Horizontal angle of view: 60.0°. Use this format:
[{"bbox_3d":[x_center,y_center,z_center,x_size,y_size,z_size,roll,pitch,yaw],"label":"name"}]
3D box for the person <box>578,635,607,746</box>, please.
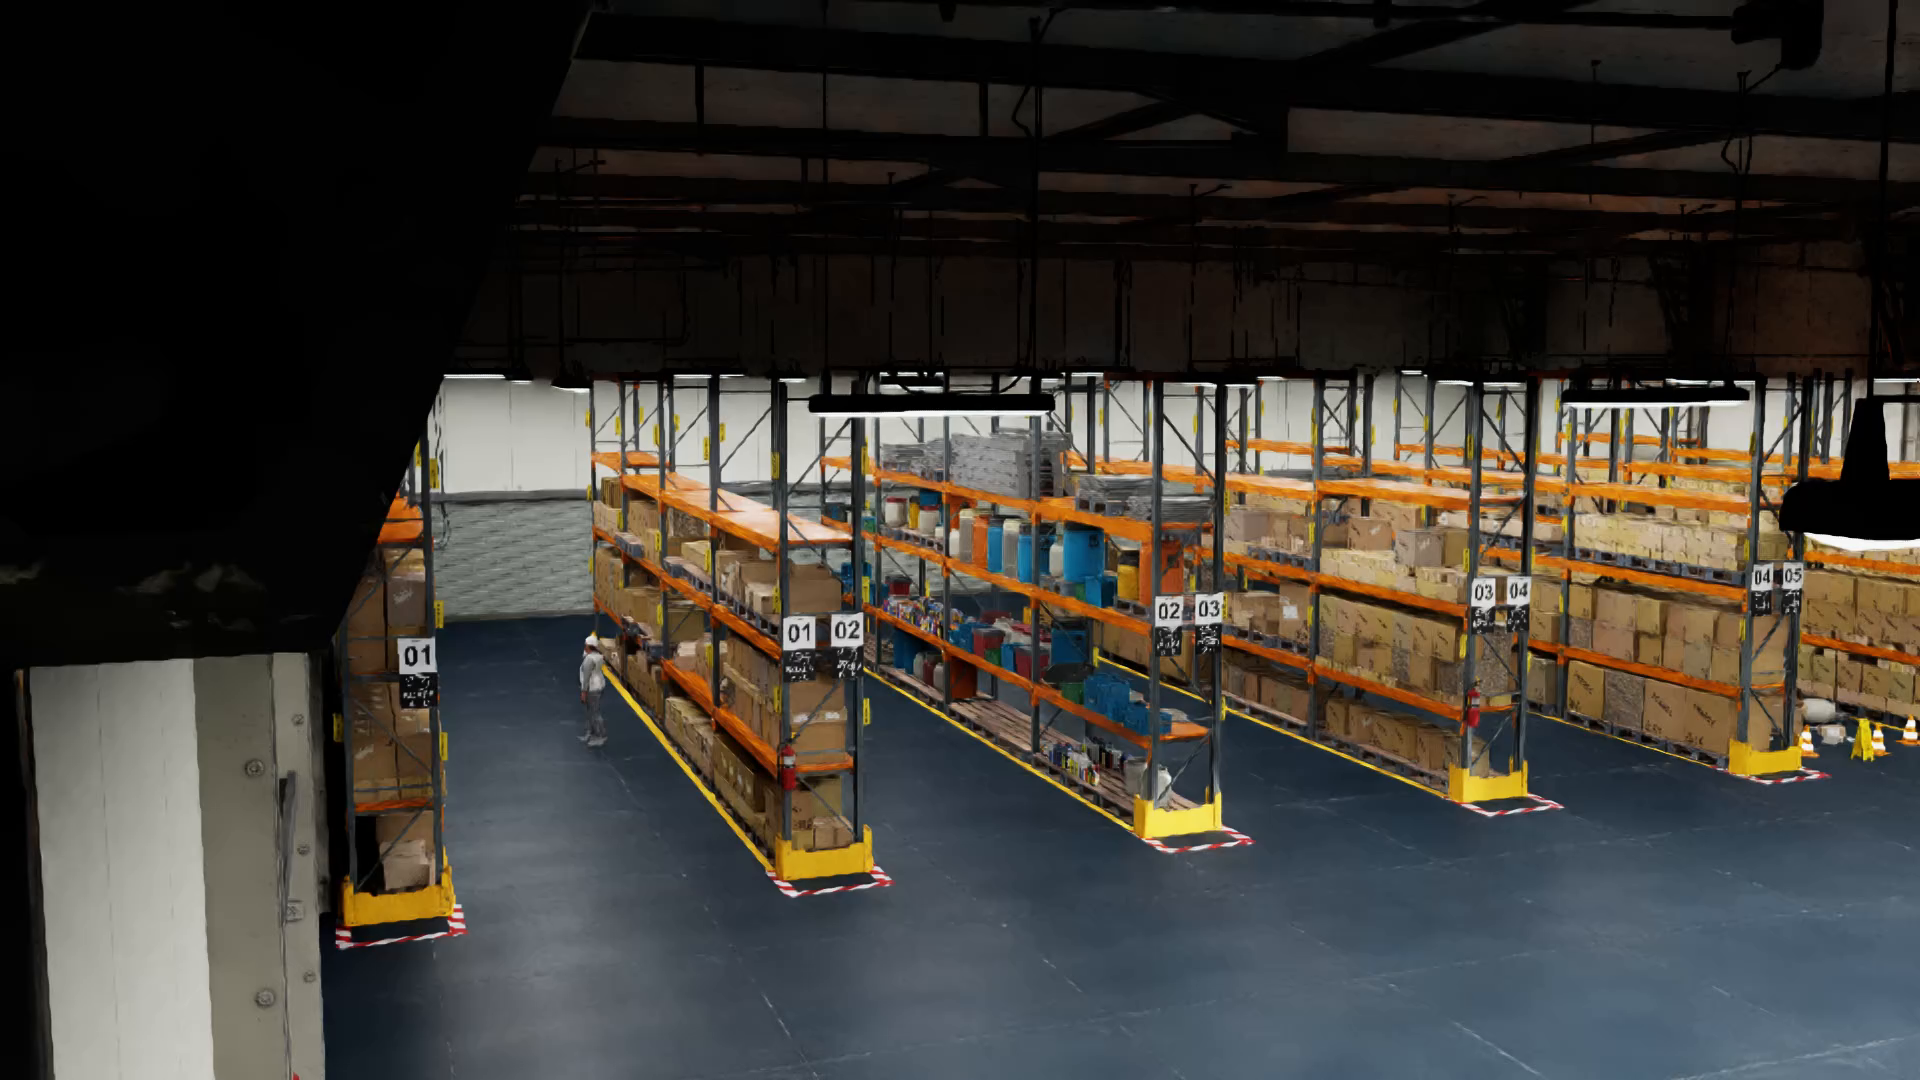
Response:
[{"bbox_3d":[-5.998,2.424,27.055,0.555,1.772,0.615,1,6,8],"label":"person"}]
